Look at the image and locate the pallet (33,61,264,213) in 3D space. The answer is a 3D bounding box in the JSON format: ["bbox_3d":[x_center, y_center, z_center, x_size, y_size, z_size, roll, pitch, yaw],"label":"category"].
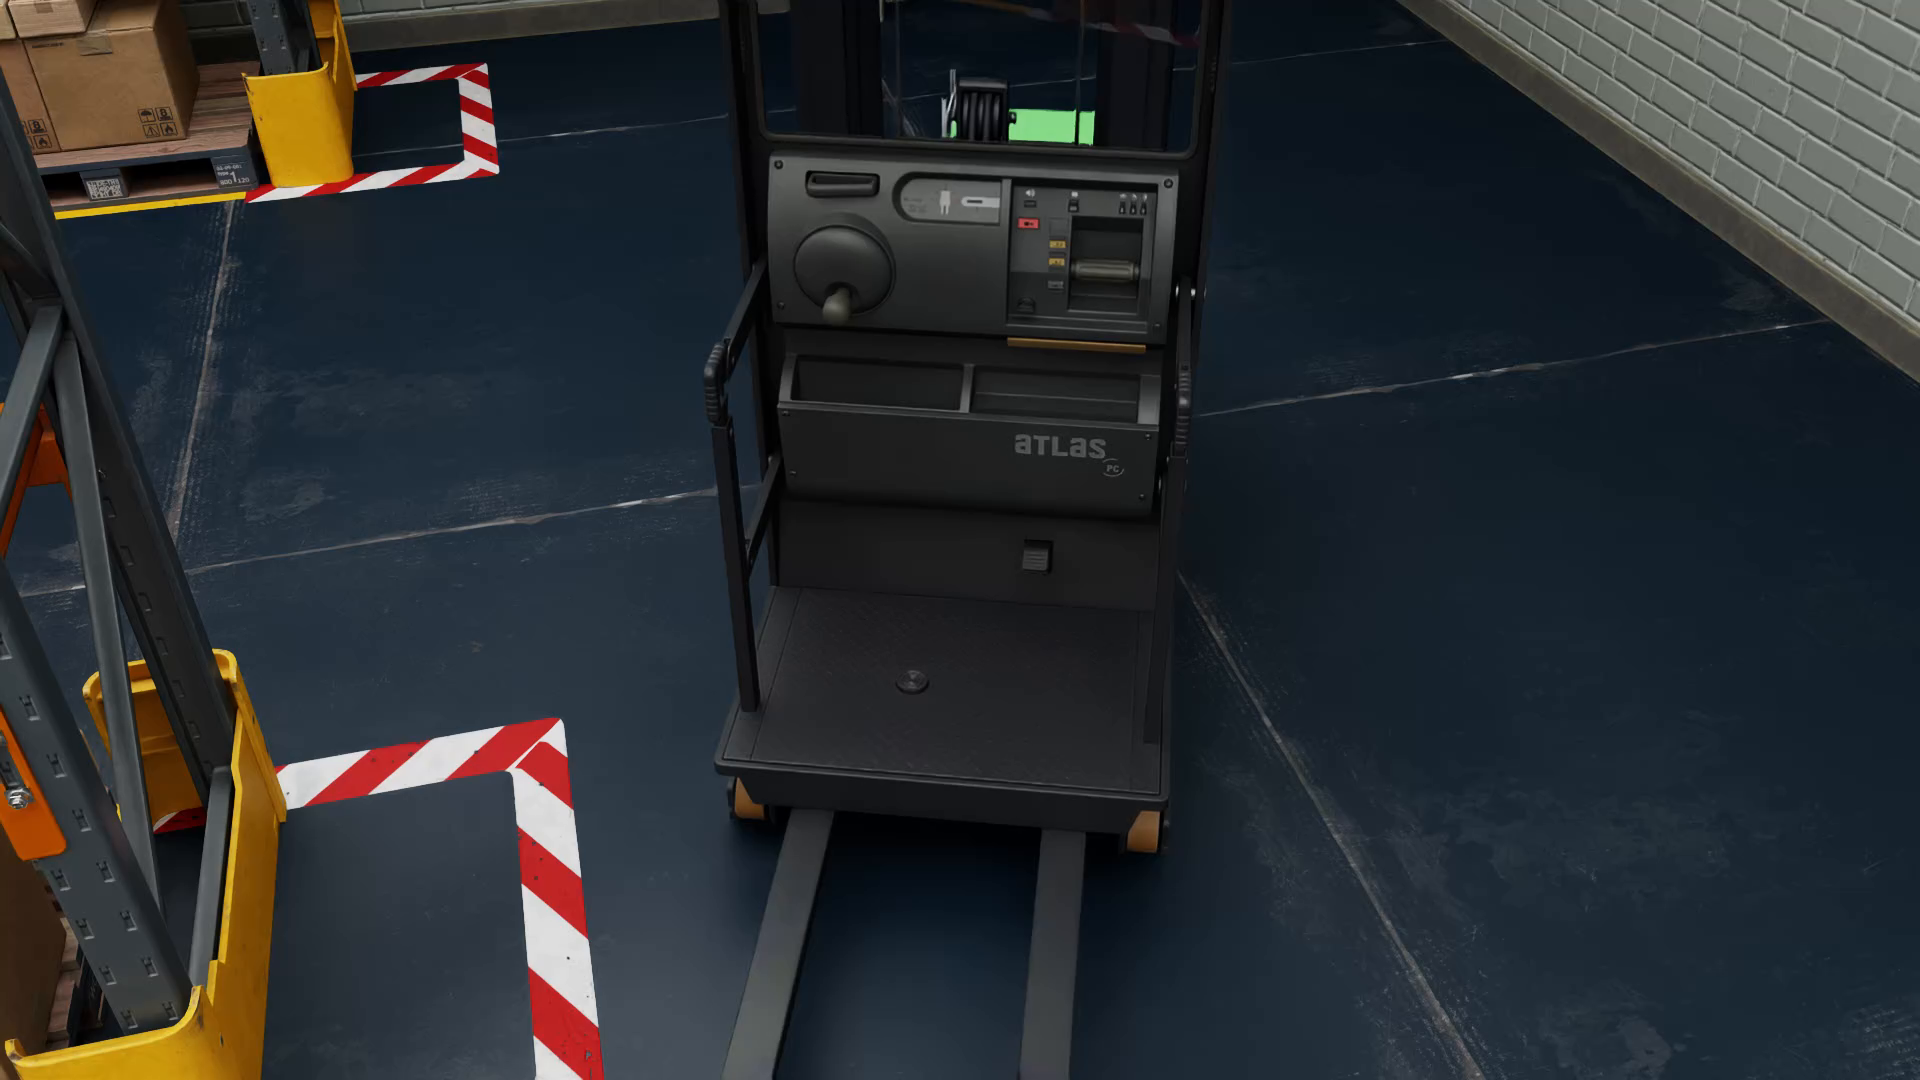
[{"bbox_3d":[-3.763,-1.803,7.433,1.213,0.211,1.003,-9,38,-12],"label":"pallet"}]

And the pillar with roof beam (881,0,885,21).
[{"bbox_3d":[0.492,-3.876,2.910,0.400,9.000,9.100,-9,38,-12],"label":"pillar with roof beam"}]

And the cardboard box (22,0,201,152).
[{"bbox_3d":[-3.661,-2.087,7.222,0.500,0.500,0.700,-9,38,-12],"label":"cardboard box"}]

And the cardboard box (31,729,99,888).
[{"bbox_3d":[-2.210,0.644,3.923,0.250,0.149,0.380,-9,38,-12],"label":"cardboard box"}]

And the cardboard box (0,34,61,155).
[{"bbox_3d":[-4.144,-2.008,7.118,0.500,0.500,0.700,-9,38,-12],"label":"cardboard box"}]

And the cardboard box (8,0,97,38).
[{"bbox_3d":[-3.738,-2.218,6.858,0.250,0.149,0.380,-10,38,-12],"label":"cardboard box"}]

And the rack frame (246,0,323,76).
[{"bbox_3d":[-3.011,-3.083,6.811,0.127,3.000,1.000,-9,38,-12],"label":"rack frame"}]

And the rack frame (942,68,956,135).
[{"bbox_3d":[-0.033,-0.928,5.476,0.015,1.200,0.240,4,38,5],"label":"rack frame"}]

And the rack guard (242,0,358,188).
[{"bbox_3d":[-2.988,-2.094,7.576,0.348,0.500,1.175,-9,38,-12],"label":"rack guard"}]

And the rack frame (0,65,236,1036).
[{"bbox_3d":[-1.716,-0.178,3.014,0.127,3.000,1.000,-9,38,-12],"label":"rack frame"}]

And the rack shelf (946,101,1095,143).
[{"bbox_3d":[0.210,-1.242,5.201,0.480,0.148,0.258,4,38,5],"label":"rack shelf"}]

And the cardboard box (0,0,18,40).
[{"bbox_3d":[-3.984,-2.177,6.805,0.250,0.149,0.380,-8,38,-11],"label":"cardboard box"}]

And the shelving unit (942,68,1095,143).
[{"bbox_3d":[0.210,-0.911,5.454,0.503,1.200,0.258,4,38,5],"label":"shelving unit"}]

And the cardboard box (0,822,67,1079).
[{"bbox_3d":[-2.177,0.871,3.338,0.500,0.500,0.500,-9,38,-12],"label":"cardboard box"}]

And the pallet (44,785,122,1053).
[{"bbox_3d":[-2.559,1.069,3.680,1.213,0.211,1.003,-9,38,-12],"label":"pallet"}]

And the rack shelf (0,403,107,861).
[{"bbox_3d":[-3.647,0.425,2.818,4.000,0.370,1.077,-9,38,-12],"label":"rack shelf"}]

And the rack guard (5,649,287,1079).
[{"bbox_3d":[-1.790,0.827,3.758,0.348,0.500,1.175,-9,38,-12],"label":"rack guard"}]

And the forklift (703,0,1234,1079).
[{"bbox_3d":[0.001,-0.596,3.617,1.130,2.935,3.031,4,38,5],"label":"forklift"}]
